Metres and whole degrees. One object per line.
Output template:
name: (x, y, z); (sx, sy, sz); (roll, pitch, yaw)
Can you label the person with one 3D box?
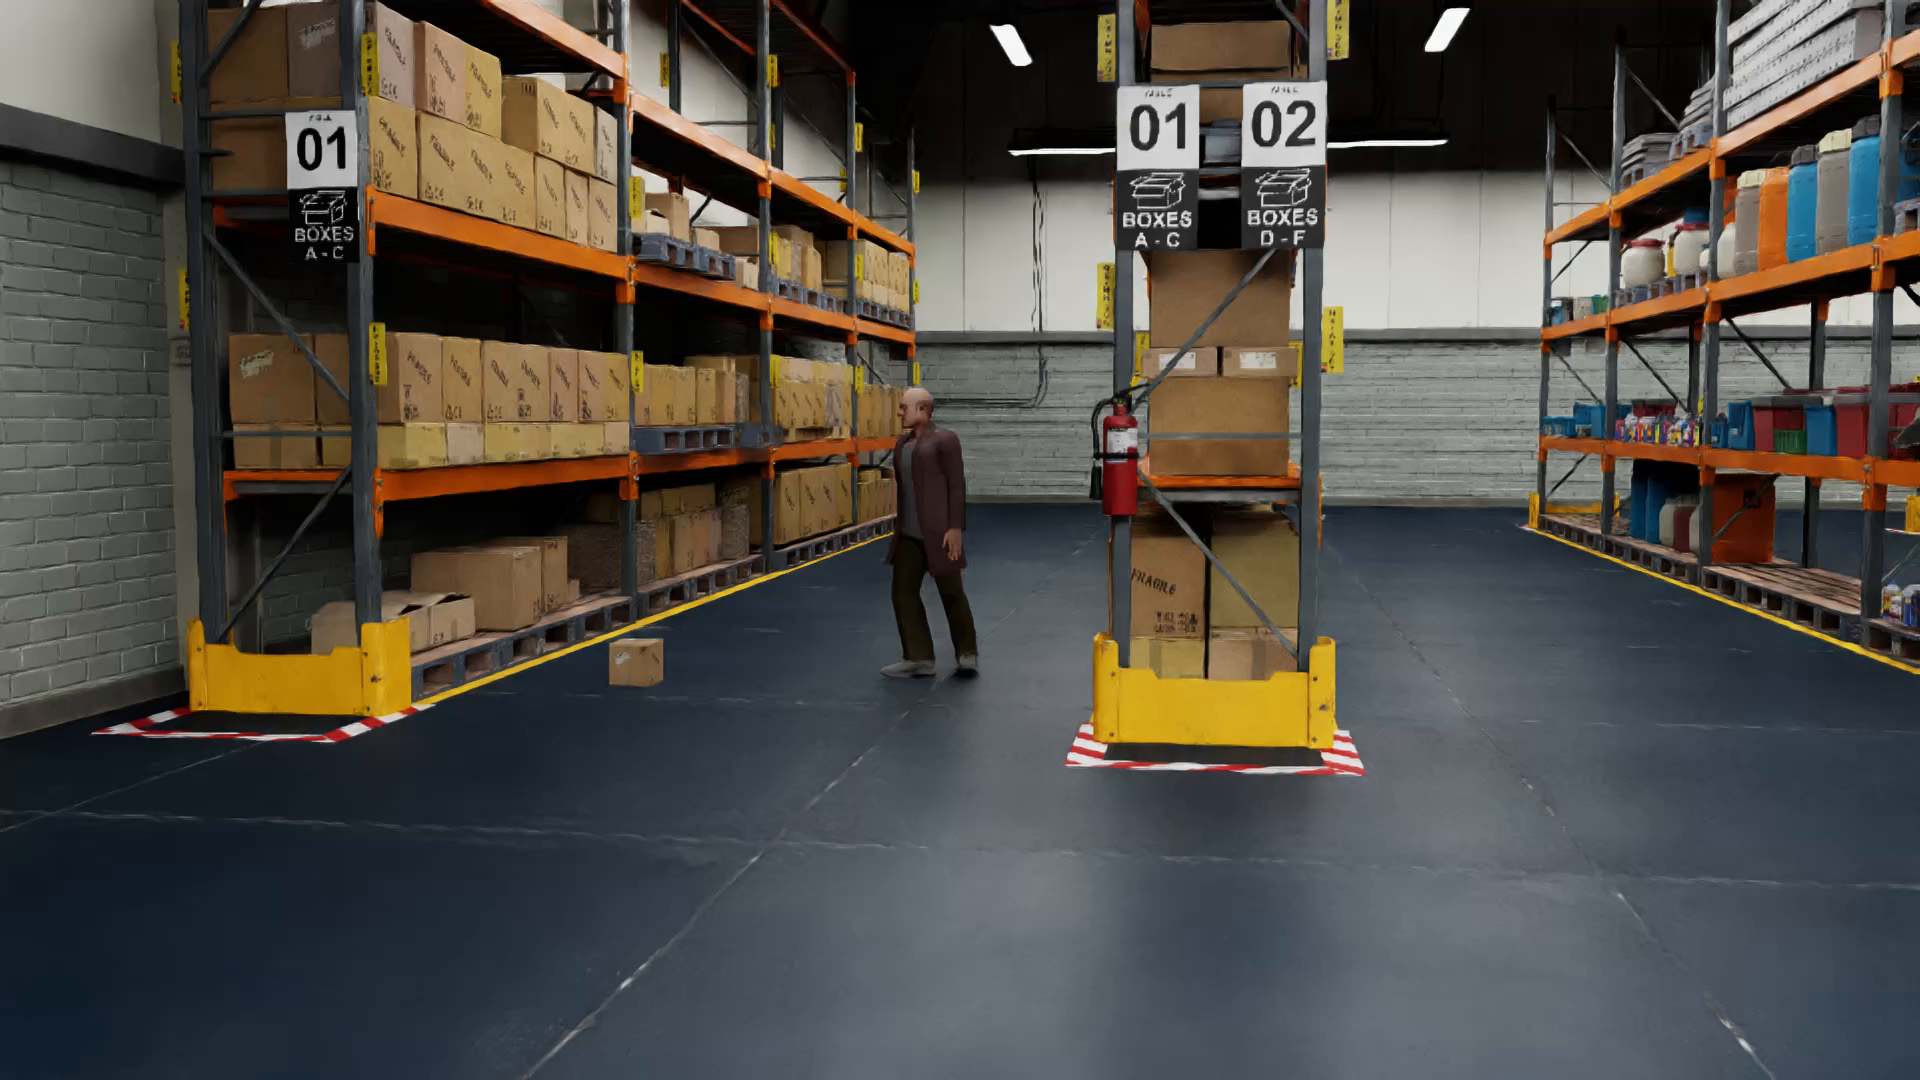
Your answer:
person: (-0.165, -0.049, 10.237); (0.608, 1.769, 0.641); (4, 6, 43)
